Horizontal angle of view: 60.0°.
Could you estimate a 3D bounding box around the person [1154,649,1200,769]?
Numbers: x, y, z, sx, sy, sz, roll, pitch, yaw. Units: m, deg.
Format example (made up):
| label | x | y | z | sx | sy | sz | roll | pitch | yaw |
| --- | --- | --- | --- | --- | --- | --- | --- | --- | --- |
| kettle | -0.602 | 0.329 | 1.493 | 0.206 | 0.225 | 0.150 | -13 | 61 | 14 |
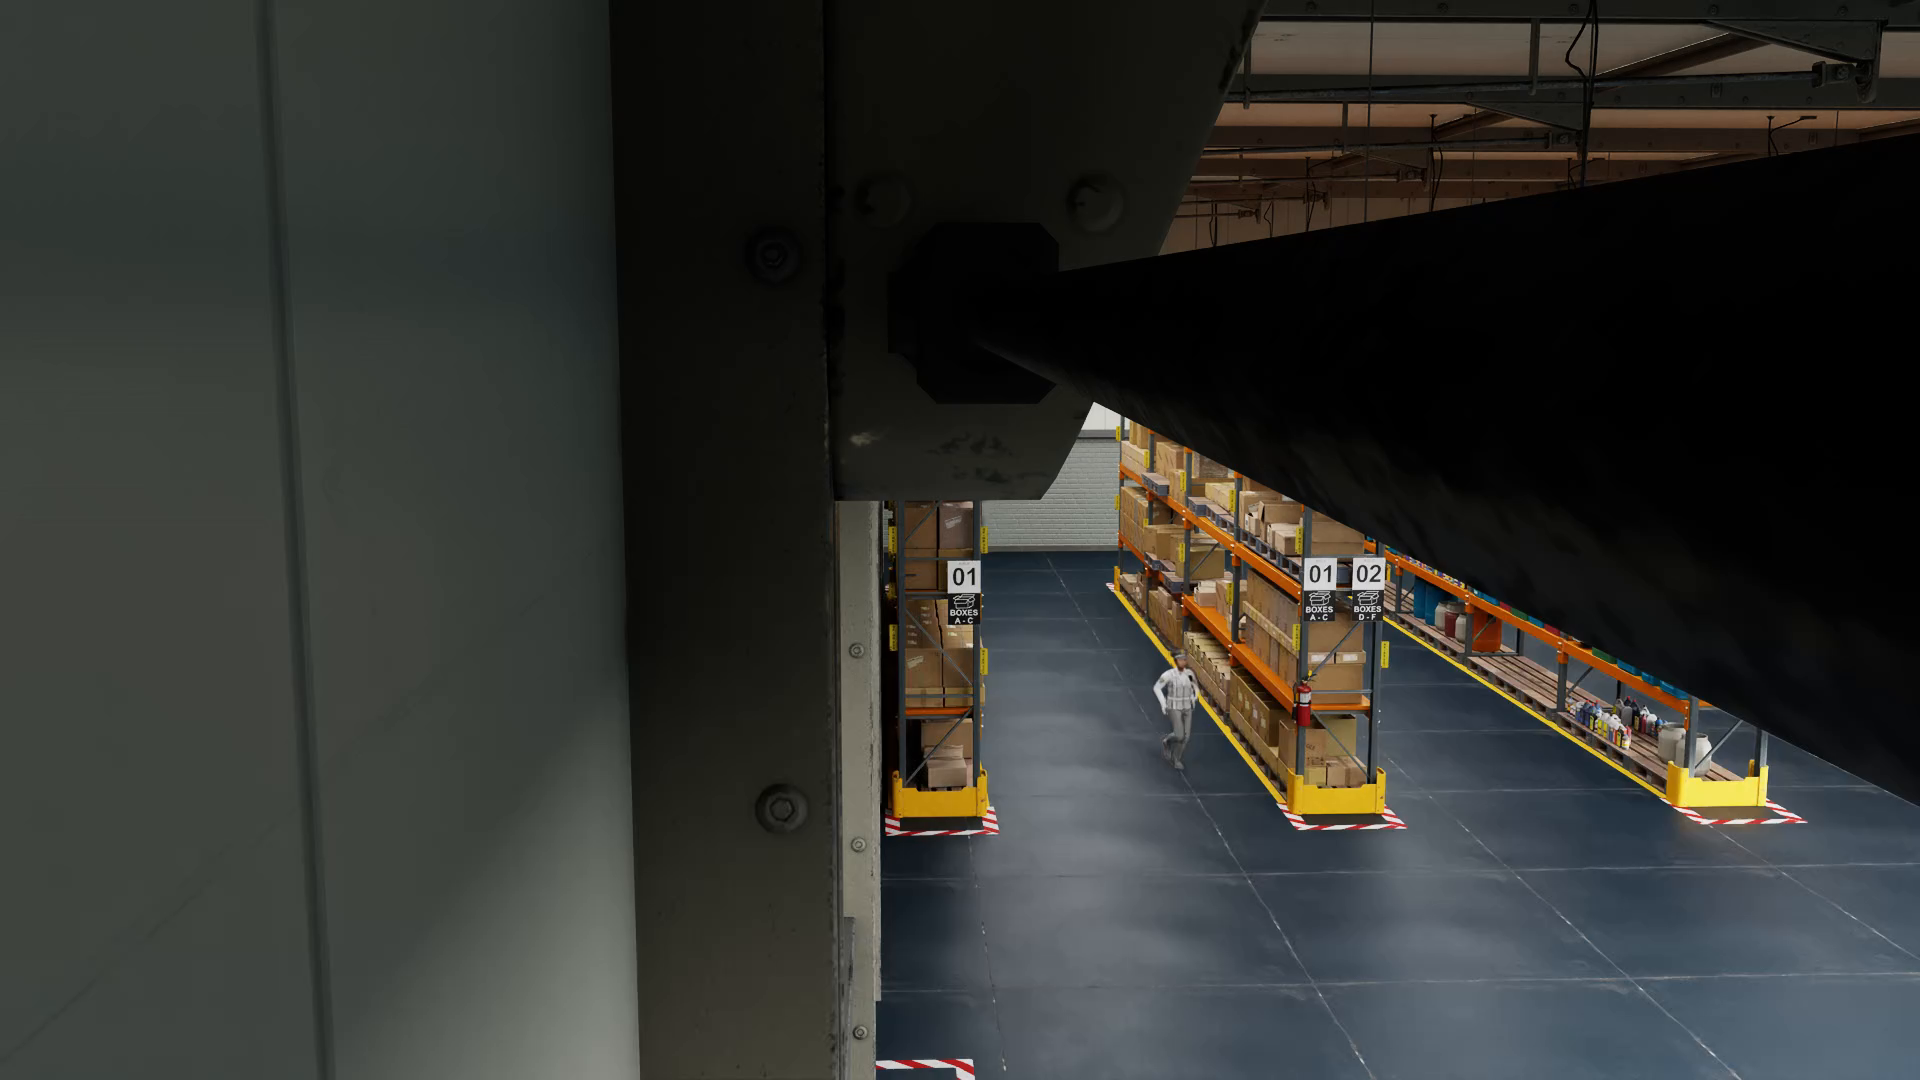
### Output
| label | x | y | z | sx | sy | sz | roll | pitch | yaw |
| --- | --- | --- | --- | --- | --- | --- | --- | --- | --- |
| person | 2.981 | 2.290 | 22.488 | 0.608 | 1.656 | 0.540 | -3 | 9 | -18 |
